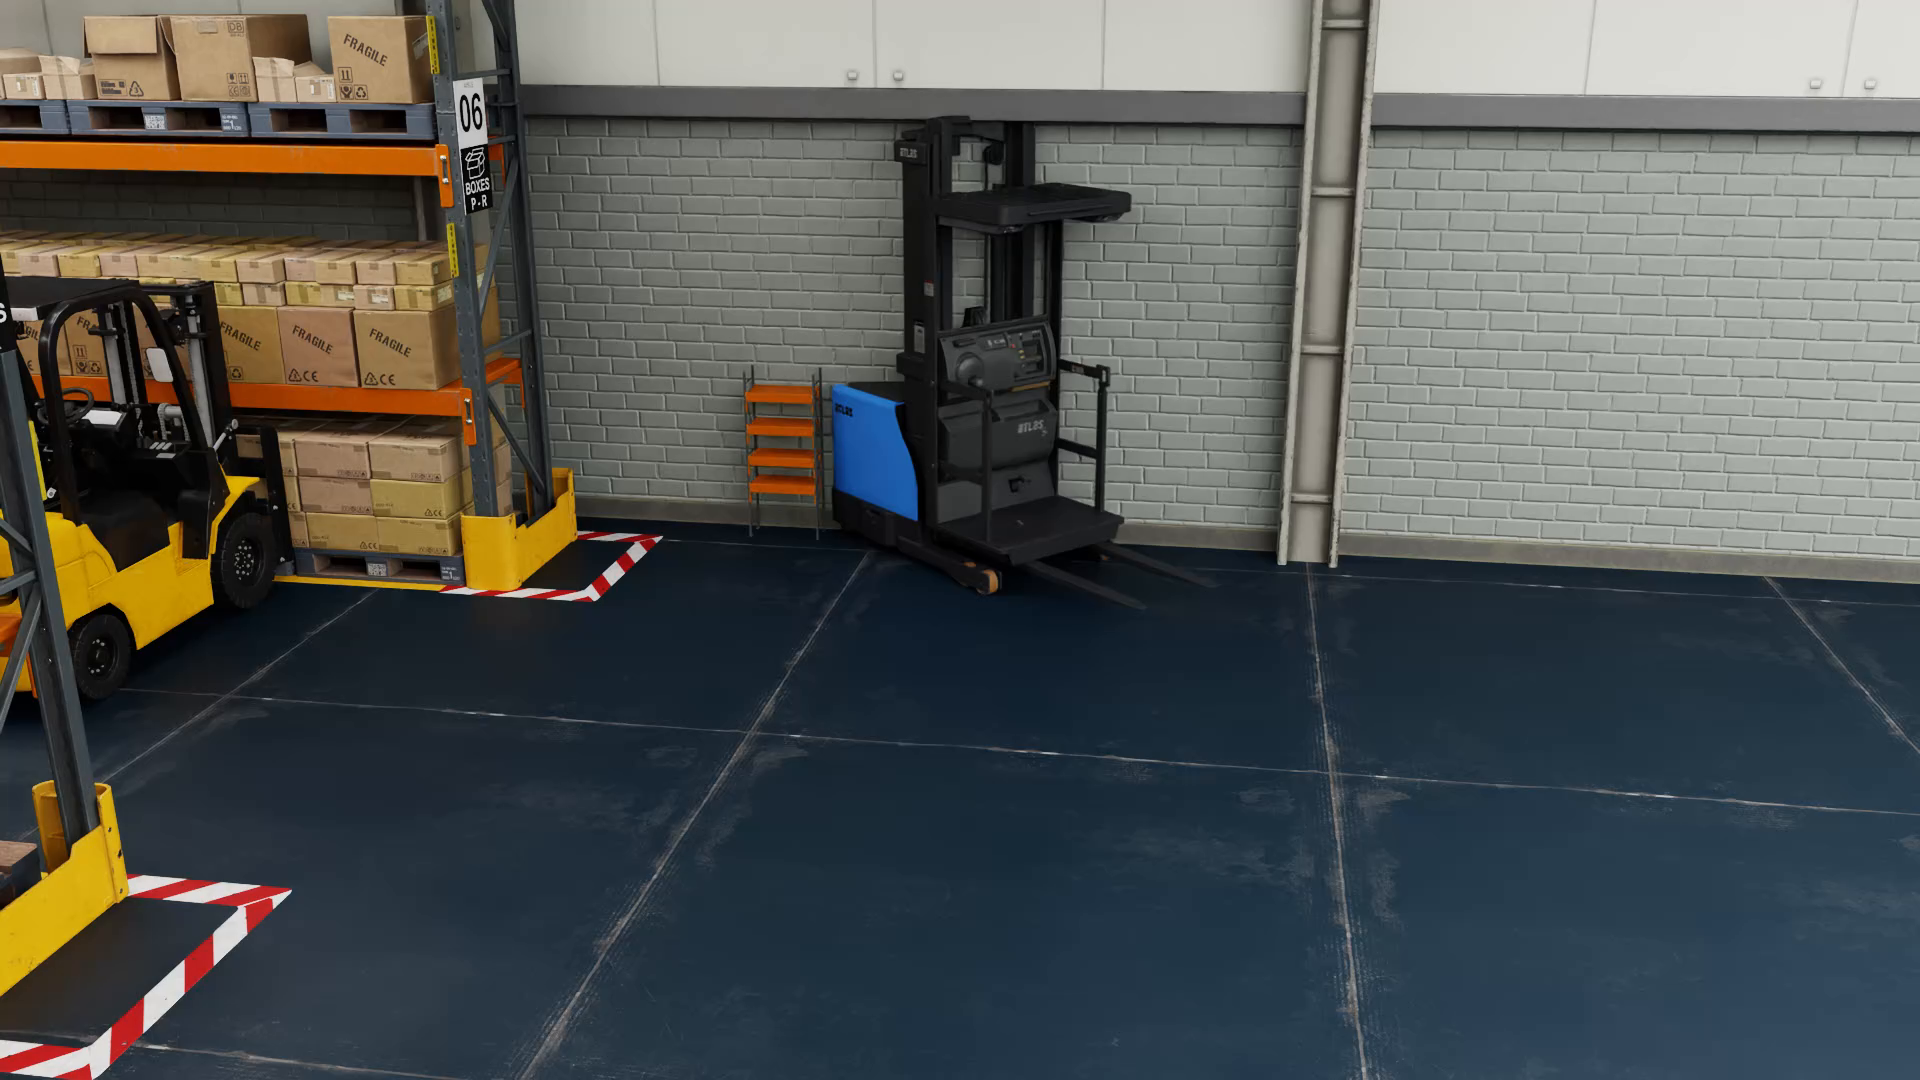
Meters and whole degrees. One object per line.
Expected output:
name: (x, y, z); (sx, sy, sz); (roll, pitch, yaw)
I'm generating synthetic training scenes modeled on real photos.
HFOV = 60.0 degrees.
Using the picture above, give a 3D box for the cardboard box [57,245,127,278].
cardboard box: (-5.659, -1.823, 10.875); (0.250, 0.149, 0.380); (3, 19, 8)

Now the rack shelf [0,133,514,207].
rack shelf: (-4.976, -2.461, 10.838); (4.000, 0.370, 1.077); (3, 19, 9)

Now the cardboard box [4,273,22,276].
cardboard box: (-6.160, -1.720, 11.037); (0.250, 0.149, 0.380); (3, 19, 9)

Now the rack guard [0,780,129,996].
rack guard: (-3.860, 1.458, 6.658); (0.348, 0.500, 1.175); (3, 19, 9)

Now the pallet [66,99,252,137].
pallet: (-4.903, -2.764, 10.748); (1.213, 0.211, 1.003); (3, 19, 9)

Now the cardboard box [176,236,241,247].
cardboard box: (-5.083, -1.958, 11.279); (0.250, 0.149, 0.380); (3, 19, 10)

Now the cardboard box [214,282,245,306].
cardboard box: (-4.658, -1.621, 10.740); (0.250, 0.149, 0.380); (3, 19, 9)

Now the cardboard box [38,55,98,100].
cardboard box: (-5.533, -2.916, 10.455); (0.258, 0.266, 0.396); (2, 19, 7)

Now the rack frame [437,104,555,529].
rack frame: (-3.001, -1.279, 10.899); (0.127, 3.000, 1.000); (3, 19, 9)

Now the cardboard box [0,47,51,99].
cardboard box: (-6.168, -2.989, 10.603); (0.500, 0.311, 0.500); (3, 19, 10)

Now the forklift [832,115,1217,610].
forklift: (0.389, -1.210, 10.801); (1.130, 2.935, 3.031); (-14, 23, -36)

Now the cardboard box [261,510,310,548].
cardboard box: (-4.497, -0.155, 11.210); (0.500, 0.250, 0.500); (3, 19, 9)

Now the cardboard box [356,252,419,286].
cardboard box: (-3.637, -1.730, 10.597); (0.250, 0.149, 0.380); (3, 19, 9)

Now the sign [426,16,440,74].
sign: (-3.101, -2.915, 9.789); (0.005, 0.325, 0.100); (3, 19, 9)

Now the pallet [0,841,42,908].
pallet: (-4.656, 1.543, 6.860); (1.213, 0.211, 1.003); (3, 19, 9)

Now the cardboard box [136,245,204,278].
cardboard box: (-5.149, -1.820, 10.868); (0.250, 0.149, 0.380); (3, 19, 9)

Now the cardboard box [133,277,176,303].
cardboard box: (-5.154, -1.653, 10.836); (0.250, 0.149, 0.380); (3, 19, 8)

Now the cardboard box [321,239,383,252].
cardboard box: (-4.057, -1.909, 11.132); (0.250, 0.149, 0.380); (3, 19, 9)

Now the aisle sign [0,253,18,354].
aisle sign: (-3.674, -1.051, 6.119); (0.004, 0.787, 0.394); (3, 19, 9)

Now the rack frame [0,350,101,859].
rack frame: (-3.785, 0.276, 6.250); (0.127, 3.000, 1.000); (3, 19, 9)

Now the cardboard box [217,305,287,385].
cardboard box: (-4.545, -1.324, 10.874); (0.500, 0.500, 0.500); (3, 19, 8)

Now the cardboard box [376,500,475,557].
cardboard box: (-3.515, -0.099, 11.043); (0.500, 0.250, 0.500); (3, 19, 9)

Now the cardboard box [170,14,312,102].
cardboard box: (-4.472, -3.024, 10.410); (0.500, 0.500, 0.700); (3, 19, 9)

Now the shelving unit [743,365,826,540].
shelving unit: (-1.236, -0.616, 11.754); (0.503, 1.200, 0.258); (3, 19, 8)

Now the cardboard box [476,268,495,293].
cardboard box: (-3.295, -1.732, 11.074); (0.250, 0.149, 0.380); (2, 19, 7)

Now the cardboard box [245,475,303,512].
cardboard box: (-4.538, -0.386, 11.113); (0.500, 0.250, 0.500); (2, 19, 7)

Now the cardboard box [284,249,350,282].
cardboard box: (-4.133, -1.770, 10.718); (0.250, 0.149, 0.380); (3, 19, 9)

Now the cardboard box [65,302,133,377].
cardboard box: (-5.537, -1.378, 11.035); (0.500, 0.500, 0.500); (3, 19, 8)

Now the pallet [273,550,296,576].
pallet: (-4.964, -0.044, 11.602); (1.213, 0.211, 1.003); (3, 19, 9)

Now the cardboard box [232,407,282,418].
cardboard box: (-4.936, -0.812, 11.600); (0.500, 0.250, 0.500); (3, 19, 8)

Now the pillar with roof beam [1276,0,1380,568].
pillar with roof beam: (1.696, -2.791, 5.962); (0.400, 9.000, 9.100); (3, 19, 9)

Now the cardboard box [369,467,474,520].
cardboard box: (-3.531, -0.338, 10.969); (0.500, 0.250, 0.500); (3, 19, 8)

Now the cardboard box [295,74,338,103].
cardboard box: (-3.867, -2.776, 10.220); (0.250, 0.149, 0.380); (2, 19, 7)

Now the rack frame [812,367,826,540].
rack frame: (-0.994, -0.605, 11.720); (0.015, 1.200, 0.240); (3, 19, 8)

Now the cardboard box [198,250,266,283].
cardboard box: (-4.664, -1.760, 10.687); (0.250, 0.149, 0.380); (3, 19, 10)

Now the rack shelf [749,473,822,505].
rack shelf: (-1.236, -0.364, 11.838); (0.480, 0.148, 0.258); (3, 19, 8)

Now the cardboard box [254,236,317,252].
cardboard box: (-4.564, -1.958, 11.280); (0.250, 0.149, 0.380); (2, 19, 7)

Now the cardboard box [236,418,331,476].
cardboard box: (-4.510, -0.620, 11.025); (0.500, 0.250, 0.500); (3, 19, 9)

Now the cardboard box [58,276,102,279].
cardboard box: (-5.669, -1.671, 10.889); (0.250, 0.149, 0.380); (3, 19, 8)

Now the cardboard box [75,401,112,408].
cardboard box: (-5.931, -0.865, 11.756); (0.500, 0.250, 0.500); (3, 19, 8)

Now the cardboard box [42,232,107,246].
cardboard box: (-6.083, -2.020, 11.465); (0.250, 0.149, 0.380); (3, 19, 8)

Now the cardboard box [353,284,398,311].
cardboard box: (-3.645, -1.567, 10.580); (0.250, 0.149, 0.380); (3, 19, 10)

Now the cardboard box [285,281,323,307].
cardboard box: (-4.134, -1.616, 10.724); (0.250, 0.149, 0.380); (3, 19, 8)

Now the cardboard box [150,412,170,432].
cardboard box: (-5.526, -0.677, 11.194); (0.500, 0.250, 0.500); (4, 19, 11)

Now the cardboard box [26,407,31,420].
cardboard box: (-6.523, -0.727, 11.345); (0.500, 0.250, 0.500); (3, 19, 8)

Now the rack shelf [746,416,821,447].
rack shelf: (-1.236, -0.764, 11.704); (0.480, 0.148, 0.258); (3, 19, 8)

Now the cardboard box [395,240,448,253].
cardboard box: (-3.551, -1.892, 11.082); (0.250, 0.149, 0.380); (4, 19, 11)

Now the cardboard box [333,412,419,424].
cardboard box: (-3.940, -0.756, 11.431); (0.500, 0.250, 0.500); (3, 19, 9)

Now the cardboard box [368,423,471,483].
cardboard box: (-3.505, -0.574, 10.887); (0.500, 0.250, 0.500); (4, 19, 10)

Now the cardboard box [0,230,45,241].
cardboard box: (-6.587, -2.055, 11.569); (0.250, 0.149, 0.380); (3, 19, 9)

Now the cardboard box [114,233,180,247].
cardboard box: (-5.573, -2.008, 11.428); (0.250, 0.149, 0.380); (3, 19, 8)

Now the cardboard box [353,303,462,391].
cardboard box: (-3.529, -1.269, 10.711); (0.500, 0.500, 0.500); (3, 19, 7)

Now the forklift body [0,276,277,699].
forklift body: (-5.163, -0.400, 9.610); (1.214, 2.155, 2.313); (3, 19, 9)

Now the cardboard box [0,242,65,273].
cardboard box: (-6.157, -1.873, 11.024); (0.250, 0.149, 0.380); (3, 19, 8)
